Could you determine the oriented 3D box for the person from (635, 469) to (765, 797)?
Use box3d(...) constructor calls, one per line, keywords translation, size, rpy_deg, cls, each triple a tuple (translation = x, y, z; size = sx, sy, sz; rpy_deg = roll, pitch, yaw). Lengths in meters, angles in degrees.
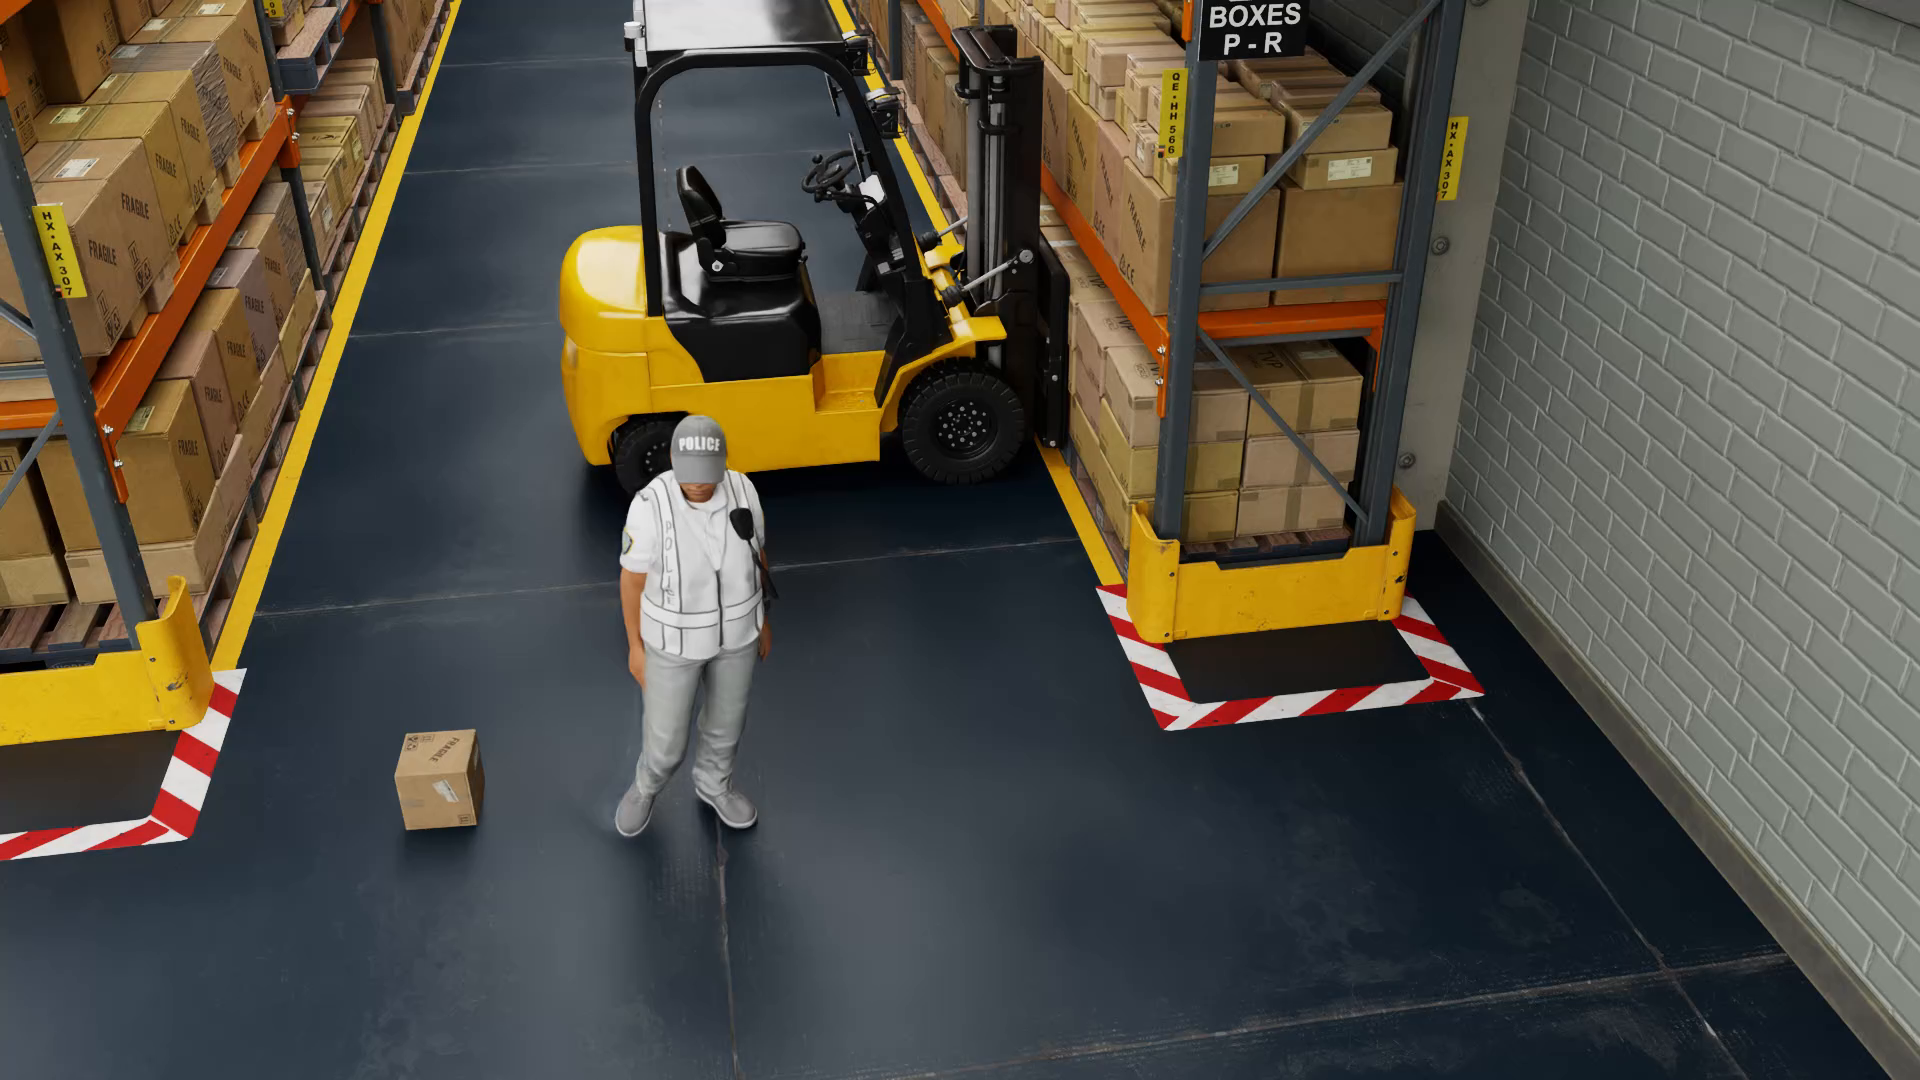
box3d(translation=(-0.899, 0.377, 5.608), size=(0.487, 1.354, 0.435), rpy_deg=(-17, 35, -26), cls="person")
